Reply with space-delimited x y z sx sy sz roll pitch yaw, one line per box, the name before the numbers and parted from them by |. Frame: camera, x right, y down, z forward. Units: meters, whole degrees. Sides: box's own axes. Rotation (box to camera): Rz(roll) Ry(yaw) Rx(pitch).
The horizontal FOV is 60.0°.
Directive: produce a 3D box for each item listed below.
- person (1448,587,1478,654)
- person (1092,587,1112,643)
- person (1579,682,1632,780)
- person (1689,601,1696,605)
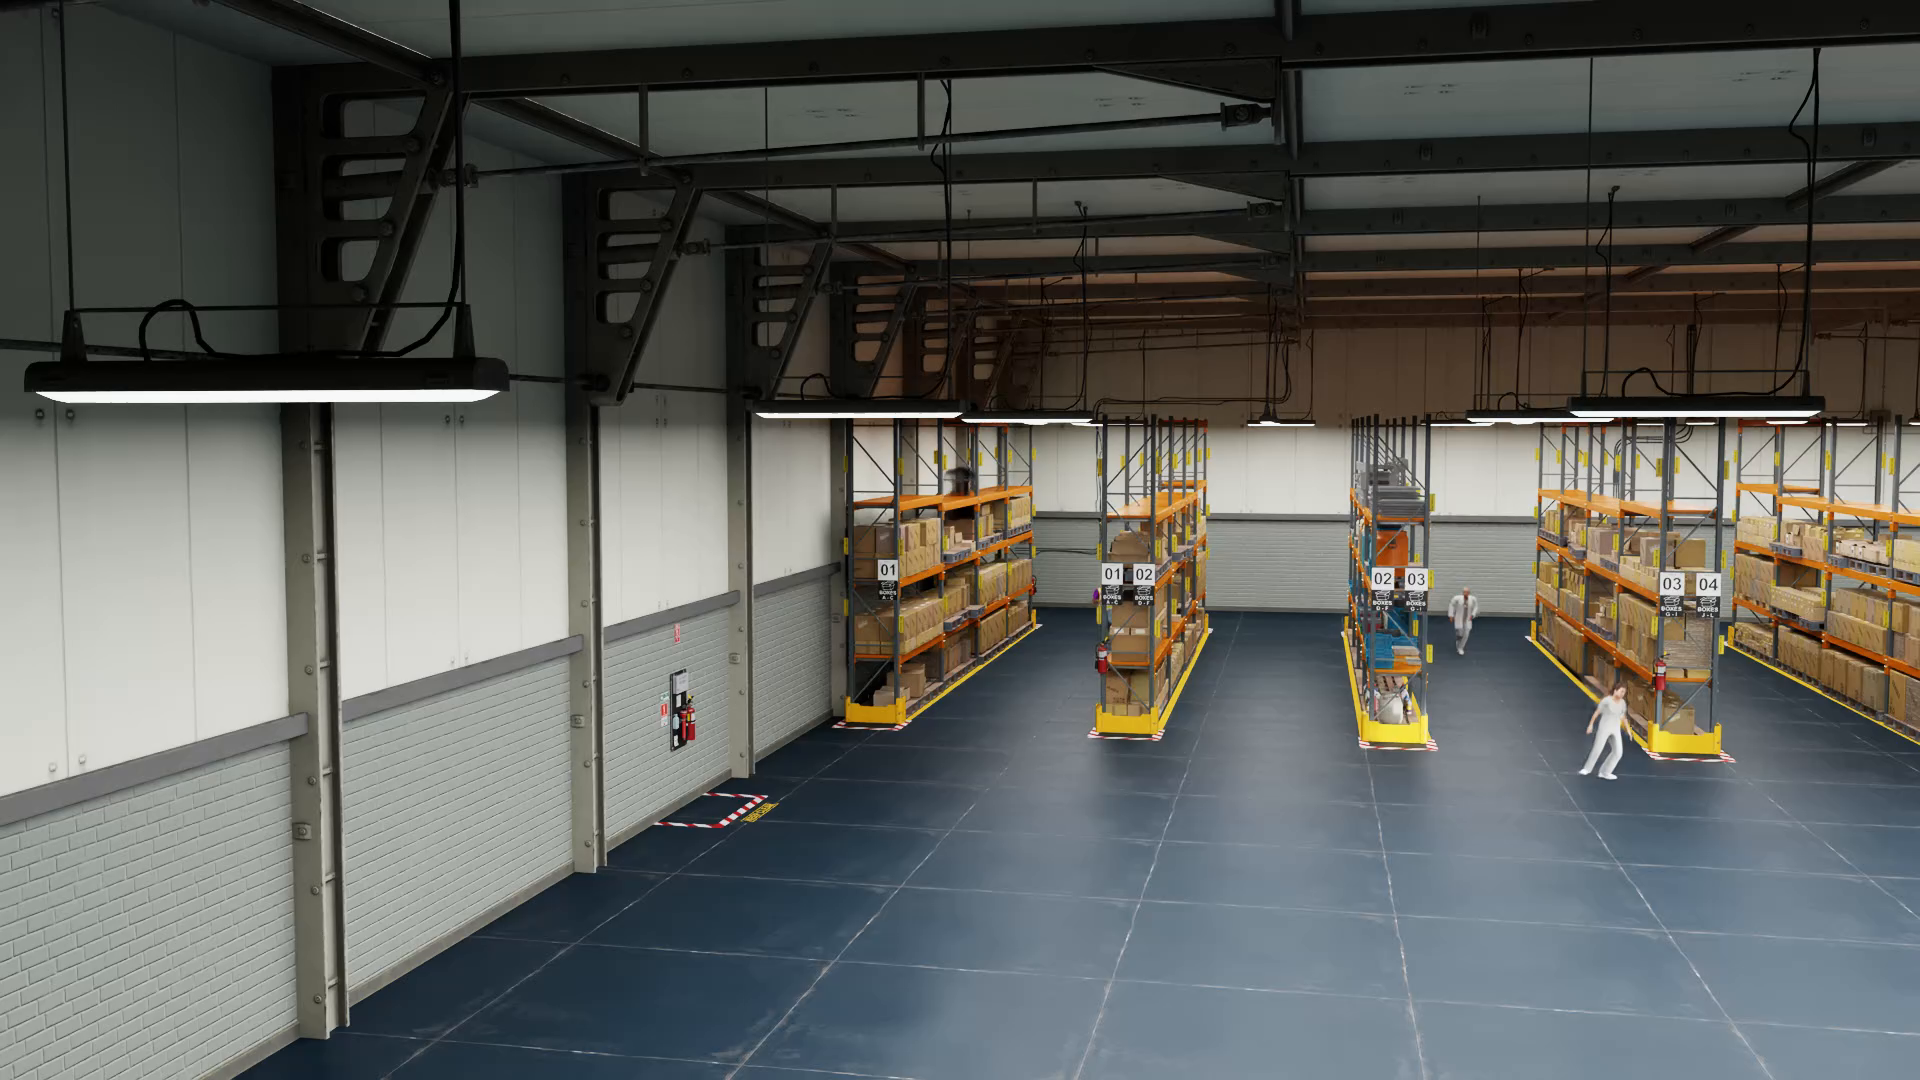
person | 12.852 2.045 42.493 0.698 1.712 0.716 0 4 -2
person | 3.938 1.878 44.880 0.724 1.734 0.978 0 4 5
person | 10.561 3.109 27.227 0.705 1.595 0.576 -1 4 -13
person | 19.732 1.889 44.947 0.569 1.718 0.699 1 4 17
